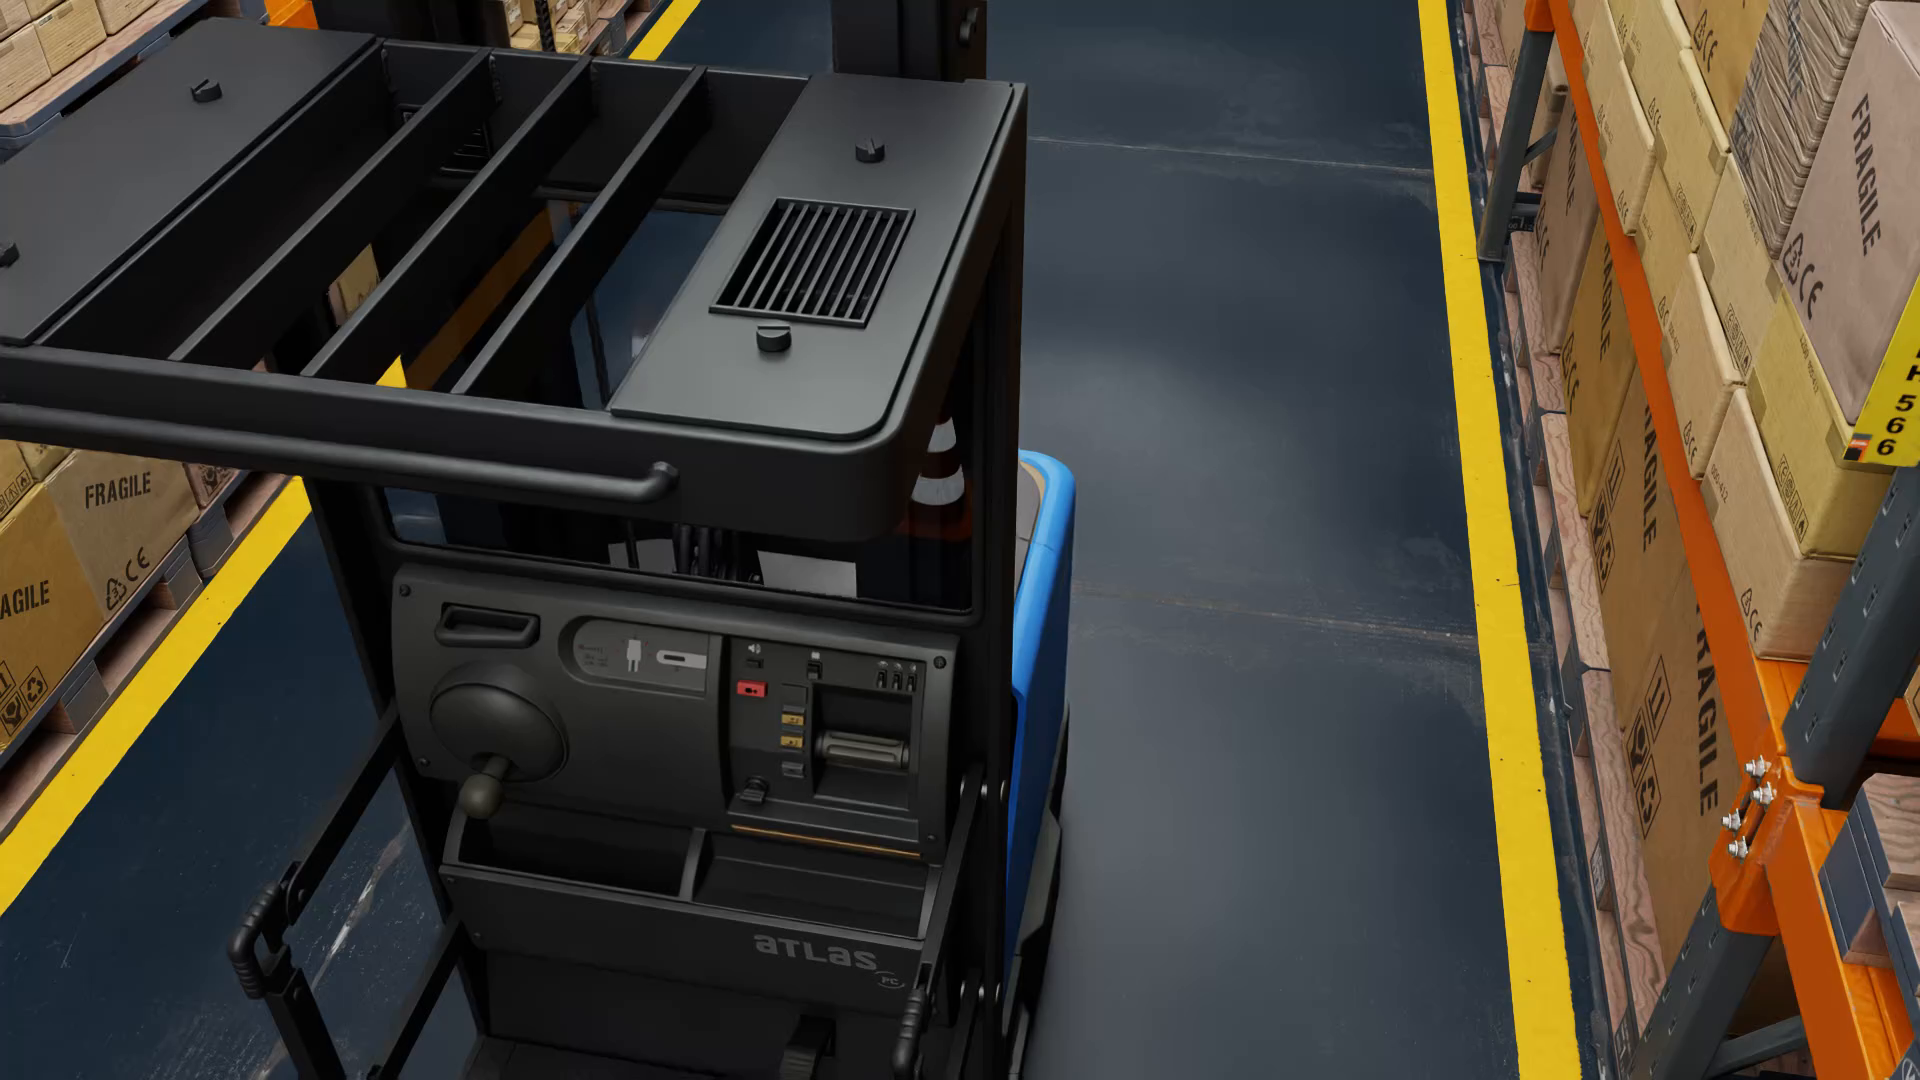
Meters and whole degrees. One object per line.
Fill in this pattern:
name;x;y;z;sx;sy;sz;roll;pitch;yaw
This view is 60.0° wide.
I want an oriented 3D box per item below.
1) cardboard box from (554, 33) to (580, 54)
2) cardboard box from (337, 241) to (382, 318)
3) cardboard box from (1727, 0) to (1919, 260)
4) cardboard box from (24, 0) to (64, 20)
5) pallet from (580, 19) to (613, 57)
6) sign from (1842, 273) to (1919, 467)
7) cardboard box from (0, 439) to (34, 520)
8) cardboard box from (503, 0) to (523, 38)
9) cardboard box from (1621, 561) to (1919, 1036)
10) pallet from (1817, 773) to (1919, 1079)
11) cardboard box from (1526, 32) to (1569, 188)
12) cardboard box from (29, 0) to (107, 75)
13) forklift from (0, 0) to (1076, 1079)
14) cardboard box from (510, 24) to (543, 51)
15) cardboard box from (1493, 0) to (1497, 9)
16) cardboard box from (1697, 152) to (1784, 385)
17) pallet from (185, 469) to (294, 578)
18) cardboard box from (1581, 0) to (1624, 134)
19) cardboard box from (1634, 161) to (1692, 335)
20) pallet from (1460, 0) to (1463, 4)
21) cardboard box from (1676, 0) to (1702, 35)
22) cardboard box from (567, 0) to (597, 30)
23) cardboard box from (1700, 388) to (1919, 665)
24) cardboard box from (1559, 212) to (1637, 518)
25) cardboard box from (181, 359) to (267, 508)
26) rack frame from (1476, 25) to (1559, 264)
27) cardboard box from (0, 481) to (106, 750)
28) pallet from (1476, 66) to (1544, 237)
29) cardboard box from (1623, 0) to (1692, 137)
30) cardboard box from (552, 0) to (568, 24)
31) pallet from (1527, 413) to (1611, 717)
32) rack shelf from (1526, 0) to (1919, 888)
cardboard box;-1.915;-2.146;7.399;0.380;0.149;0.250;8;40;9
cardboard box;-2.310;-1.107;5.867;0.500;0.500;0.500;6;40;7
cardboard box;1.772;-0.830;3.037;0.500;0.500;0.500;7;40;8
cardboard box;-2.530;-1.482;4.322;0.380;0.149;0.250;6;40;7
pallet;-2.259;-2.073;7.592;1.003;0.211;1.213;6;40;8
sign;1.313;-0.235;2.272;0.100;0.325;0.005;6;40;8
cardboard box;-2.675;-0.106;4.068;0.500;0.250;0.500;5;40;6
cardboard box;-2.077;-2.208;7.008;0.380;0.149;0.250;8;40;9
cardboard box;2.061;0.503;3.626;0.875;0.875;0.875;6;40;7
pallet;1.841;0.803;2.075;1.213;0.211;1.003;6;40;8
cardboard box;2.766;-1.797;6.750;0.875;0.438;0.875;6;40;7
cardboard box;-2.529;-1.368;4.418;0.380;0.149;0.250;7;40;8
forklift;-0.507;0.364;2.509;1.130;2.935;3.031;7;40;8
cardboard box;-1.963;-2.093;7.101;0.380;0.149;0.250;8;40;10
cardboard box;3.078;-2.924;8.114;0.875;0.438;0.875;7;40;9
cardboard box;1.779;-0.519;3.249;0.500;0.250;0.500;5;40;7
pallet;-2.683;-0.391;5.558;1.003;0.211;1.213;6;40;8
cardboard box;2.024;-1.291;4.575;0.500;0.250;0.500;6;40;7
cardboard box;1.868;-0.655;3.806;0.500;0.250;0.500;6;40;7
pallet;3.183;-3.165;8.913;1.003;0.211;1.213;6;40;8
cardboard box;1.960;-1.458;3.796;0.500;0.500;0.500;6;40;7
cardboard box;-1.929;-2.472;7.794;0.380;0.149;0.250;6;40;7
cardboard box;1.692;-0.018;3.036;0.500;0.250;0.500;5;40;6
cardboard box;2.375;-0.618;4.981;0.875;0.875;0.875;7;40;9
cardboard box;-2.491;-0.465;5.091;0.500;0.500;0.500;5;40;7
rack frame;2.552;-2.240;5.606;1.000;3.000;0.127;6;40;8
cardboard box;-2.659;0.173;4.318;0.500;0.500;0.500;5;40;6
pallet;2.761;-1.634;7.061;1.003;0.211;1.213;6;40;8
cardboard box;1.937;-1.168;4.034;0.500;0.250;0.500;5;40;6
cardboard box;-2.001;-2.418;7.495;0.380;0.149;0.250;6;40;7
pallet;2.284;0.095;4.970;1.003;0.211;1.213;6;40;8
rack shelf;2.206;-0.708;4.317;1.077;0.370;4.000;6;40;8
